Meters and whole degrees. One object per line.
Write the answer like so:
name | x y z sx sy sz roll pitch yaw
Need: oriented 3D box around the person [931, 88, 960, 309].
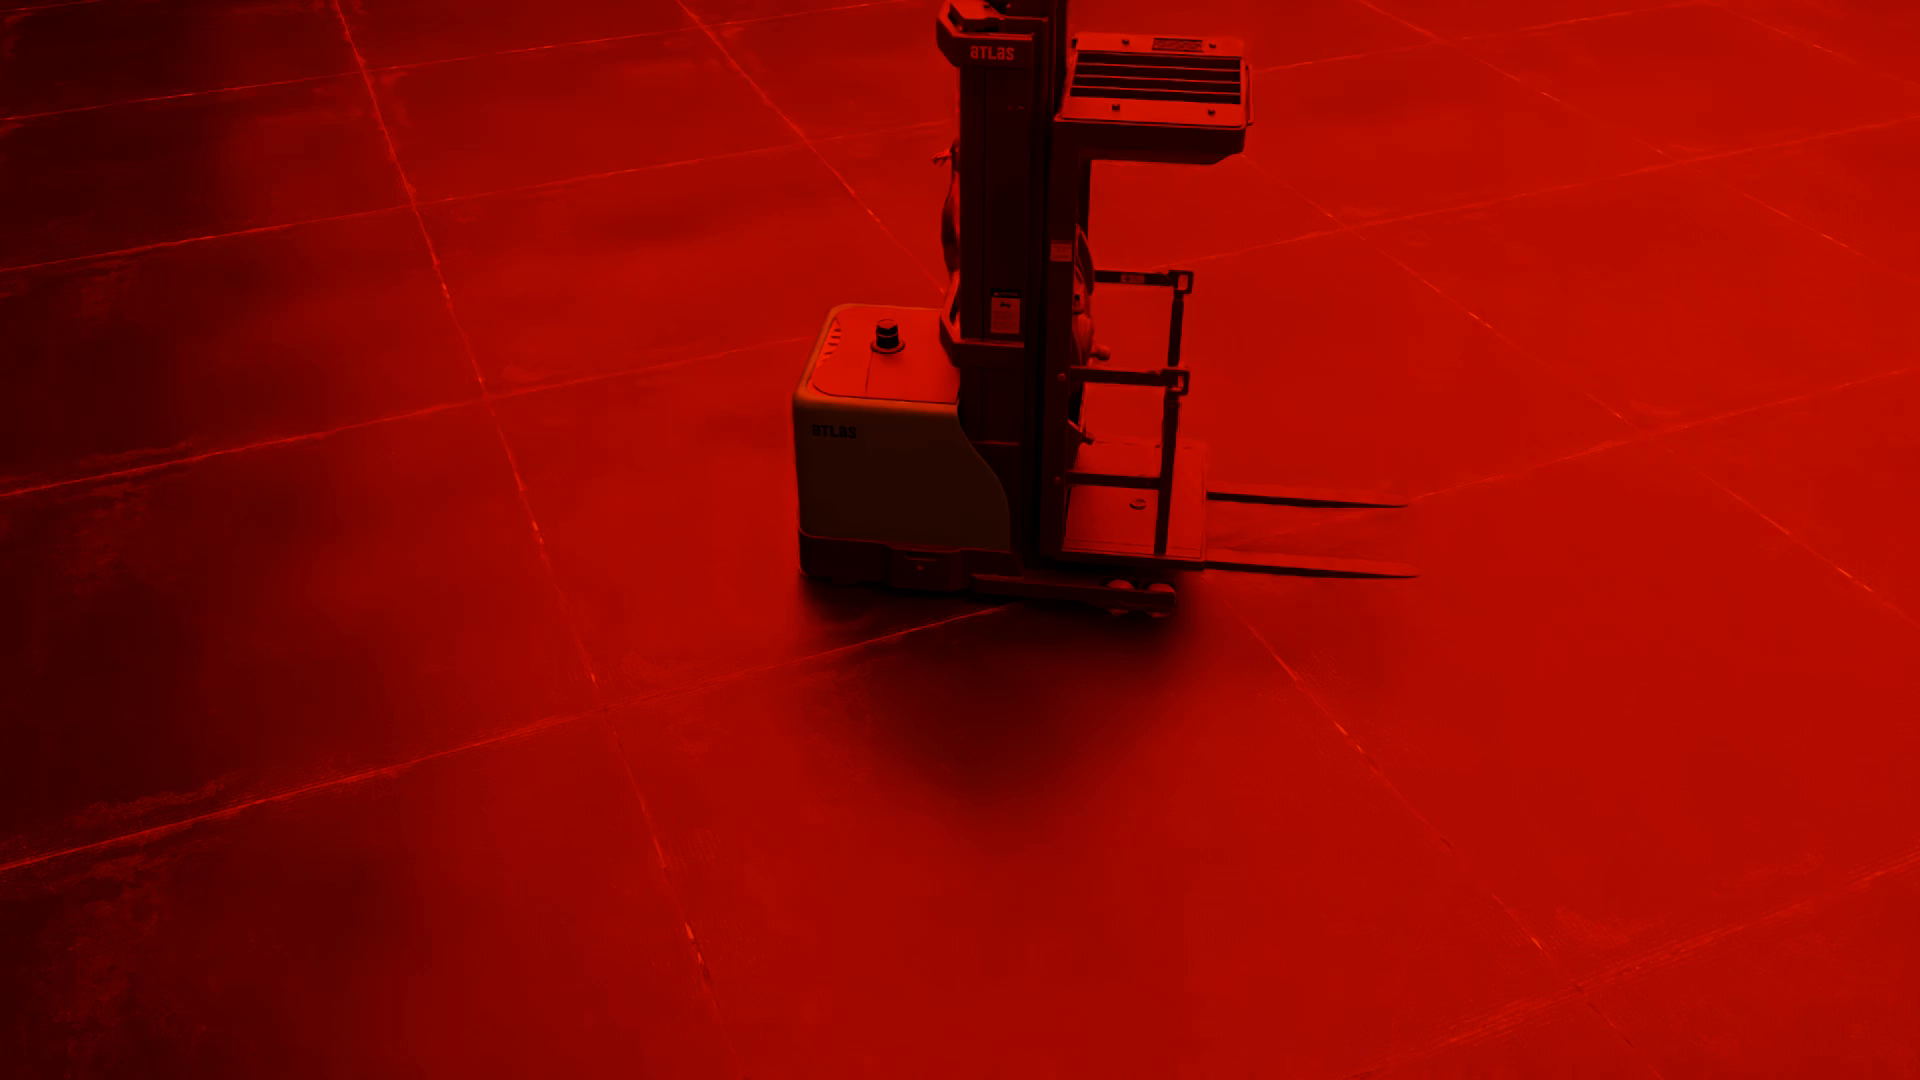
person | 0.085 -2.046 10.166 0.507 1.582 0.776 -13 37 -17

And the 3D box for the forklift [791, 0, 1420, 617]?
forklift | 0.755 -1.148 7.712 3.031 2.935 1.130 4 36 6
